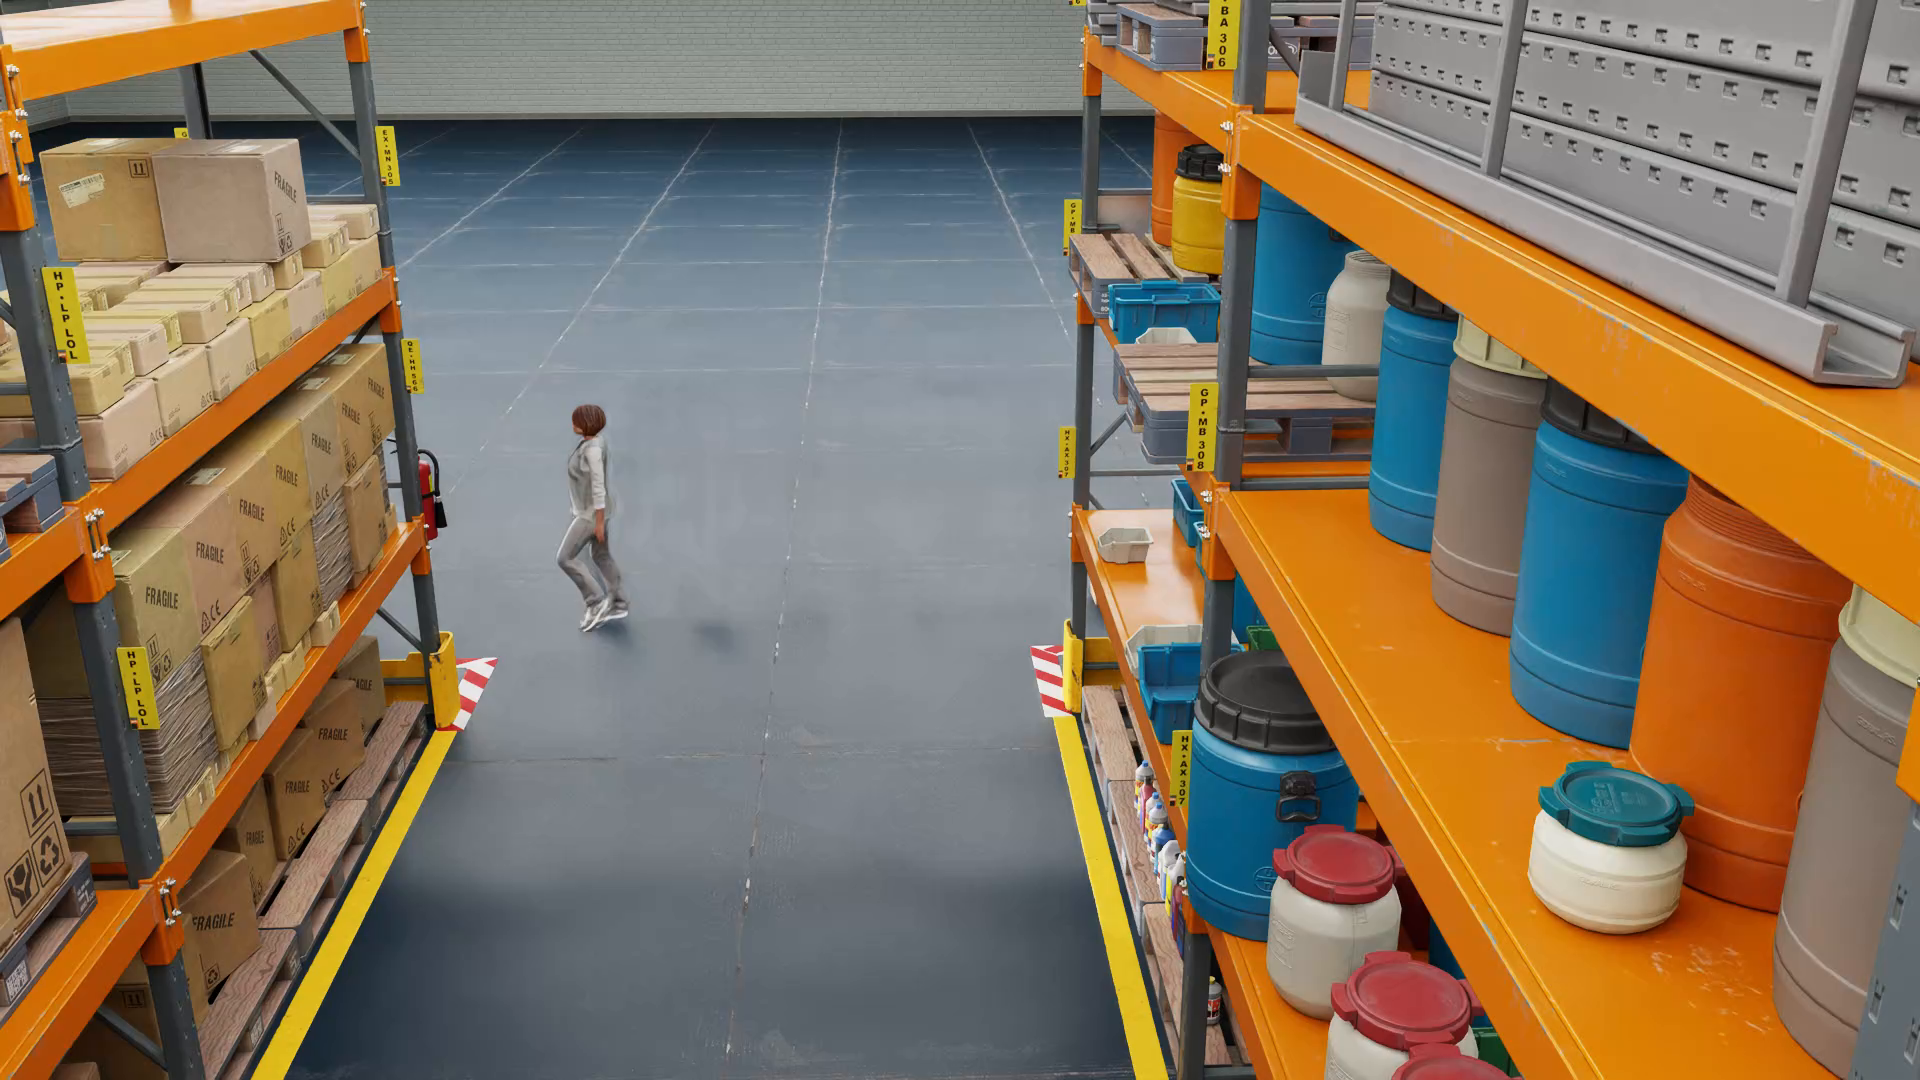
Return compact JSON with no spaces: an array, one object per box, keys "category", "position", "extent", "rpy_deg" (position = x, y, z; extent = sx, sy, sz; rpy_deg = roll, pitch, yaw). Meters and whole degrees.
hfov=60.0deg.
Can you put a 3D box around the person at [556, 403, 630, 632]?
[{"category":"person","position":[-2.561,-0.161,11.475],"extent":[0.466,1.617,0.456],"rpy_deg":[-3,21,-8]}]
